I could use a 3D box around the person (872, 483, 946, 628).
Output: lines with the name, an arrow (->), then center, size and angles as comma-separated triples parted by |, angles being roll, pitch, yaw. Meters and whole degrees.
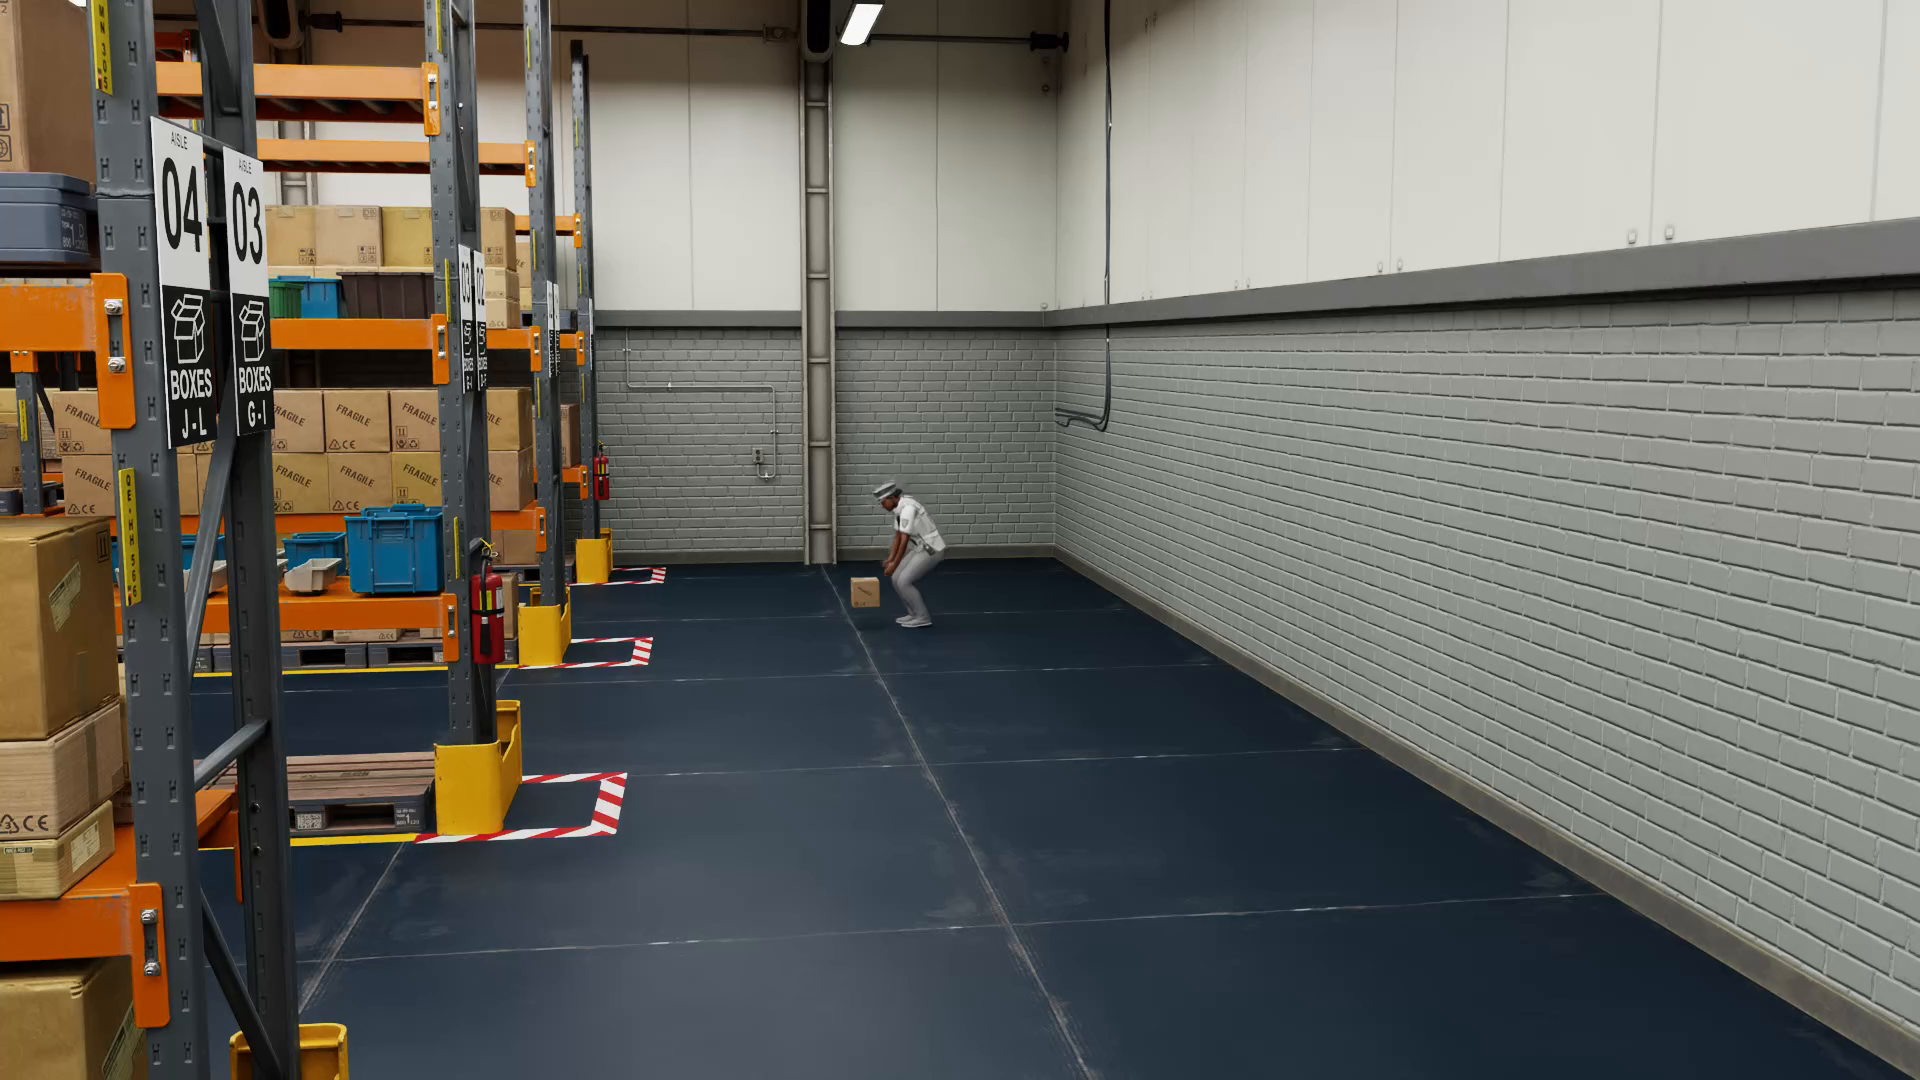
person -> -0.486, 0.139, 15.883 | 0.707, 1.388, 0.496 | -1, 7, -8
